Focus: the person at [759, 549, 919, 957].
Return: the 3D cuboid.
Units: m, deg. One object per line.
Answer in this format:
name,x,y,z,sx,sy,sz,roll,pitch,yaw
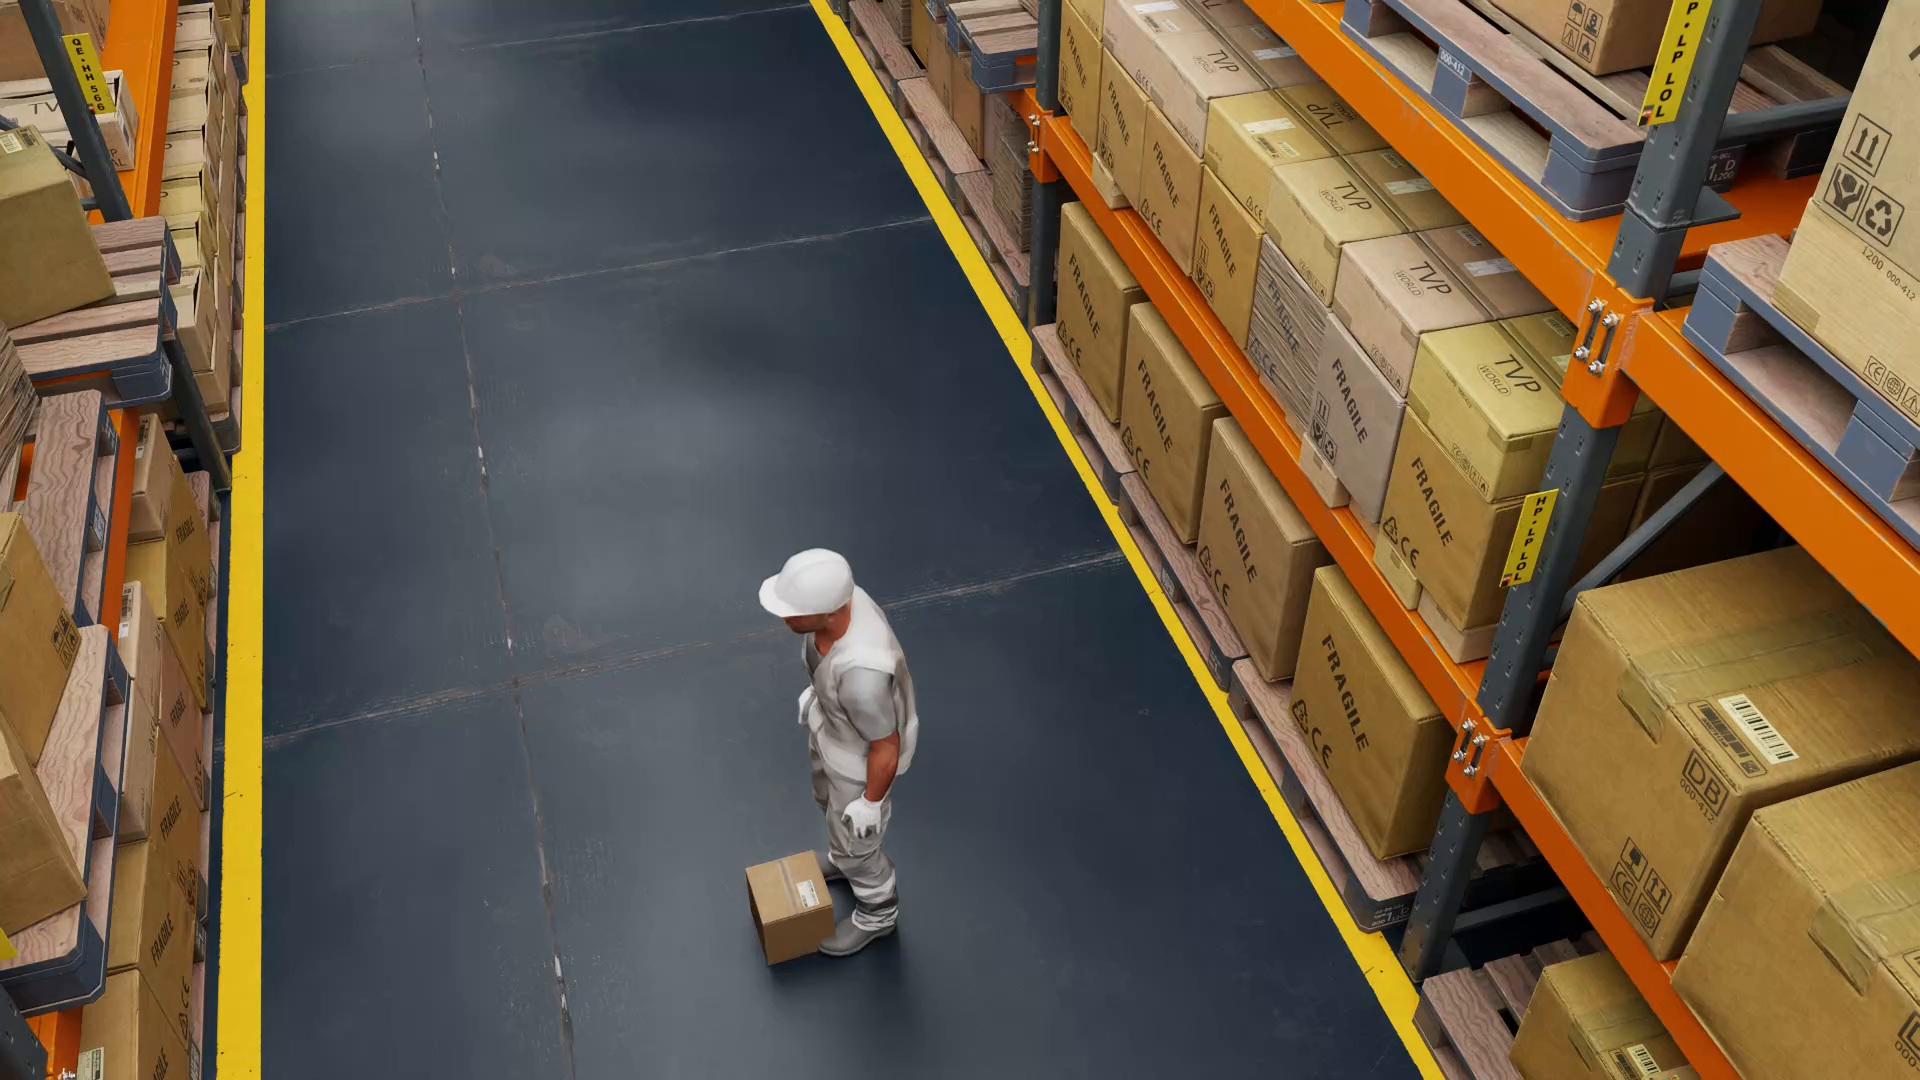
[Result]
person,-0.377,0.677,5.394,0.451,1.778,0.612,-14,44,-15
